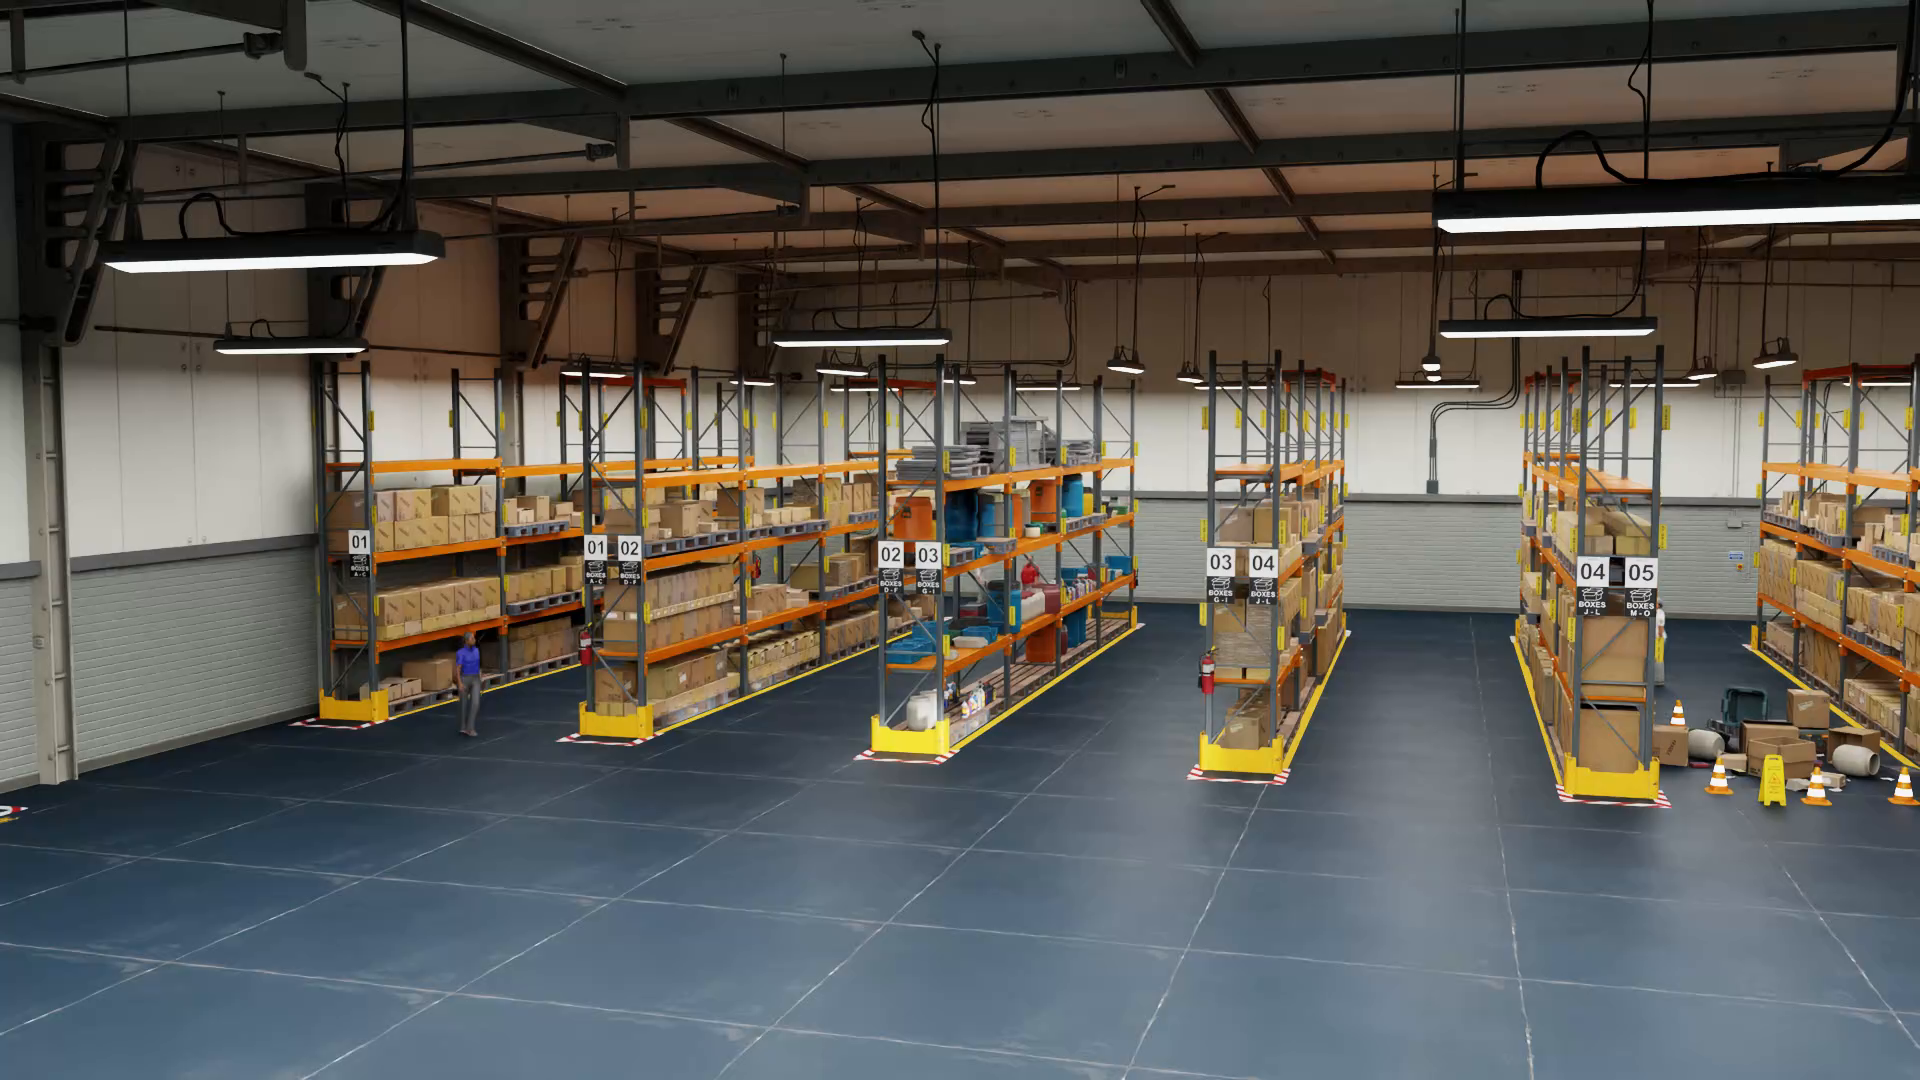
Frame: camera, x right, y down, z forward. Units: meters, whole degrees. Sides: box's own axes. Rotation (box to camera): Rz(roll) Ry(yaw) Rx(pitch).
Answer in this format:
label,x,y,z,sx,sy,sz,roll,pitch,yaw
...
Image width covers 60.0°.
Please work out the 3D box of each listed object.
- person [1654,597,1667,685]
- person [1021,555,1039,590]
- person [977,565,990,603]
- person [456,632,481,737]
label,x,y,z,sx,sy,sz,roll,pitch,yaw
person,13.199,1.917,31.567,0.405,1.667,0.540,2,5,28
person,1.637,1.243,40.856,0.454,1.766,0.615,-3,5,-37
person,0.618,1.090,43.688,0.422,1.625,0.465,1,4,19
person,-7.861,2.306,26.582,0.452,1.686,0.611,-3,5,-32
